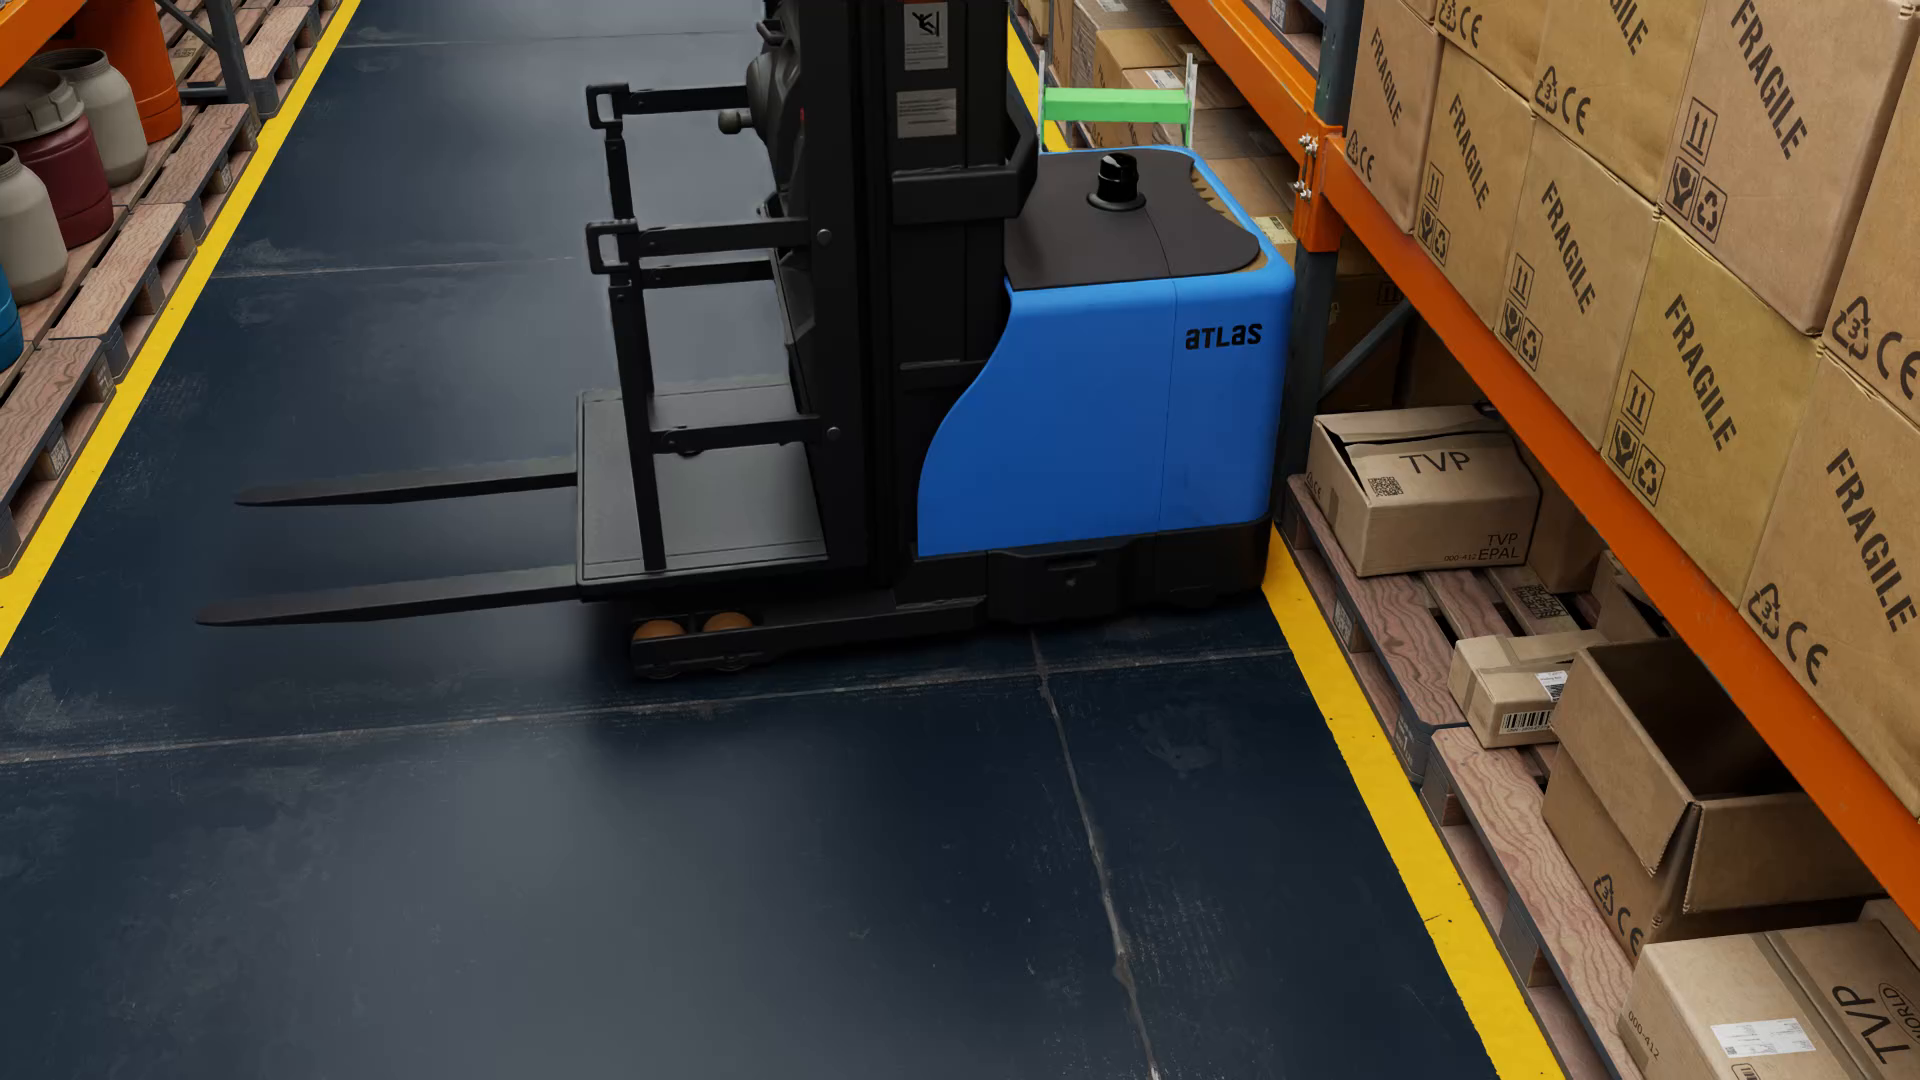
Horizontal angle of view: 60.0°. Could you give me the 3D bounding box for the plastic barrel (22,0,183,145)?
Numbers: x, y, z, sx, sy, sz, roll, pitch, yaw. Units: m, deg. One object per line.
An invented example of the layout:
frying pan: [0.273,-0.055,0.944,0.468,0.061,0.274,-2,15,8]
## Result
plastic barrel: [-3.870,-2.221,7.400,0.600,0.830,0.708,-4,35,-6]

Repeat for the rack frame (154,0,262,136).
rack frame: [-3.952,-3.216,7.305,1.000,3.000,0.127,-4,35,-6]

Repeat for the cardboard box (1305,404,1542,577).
cardboard box: [1.336,-0.177,4.843,0.500,0.311,0.500,-4,35,-6]

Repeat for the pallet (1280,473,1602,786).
pallet: [1.586,0.179,4.800,1.003,0.211,1.213,-4,35,-6]

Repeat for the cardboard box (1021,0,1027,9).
cardboard box: [0.571,-3.189,9.334,0.500,0.250,0.500,-5,35,-7]

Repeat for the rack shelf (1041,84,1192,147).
rack shelf: [0.509,-1.402,5.486,0.480,0.148,0.258,2,25,3]

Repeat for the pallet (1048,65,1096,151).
pallet: [1.019,-2.017,8.023,1.003,0.211,1.213,-4,35,-6]

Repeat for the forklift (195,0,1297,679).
forklift: [-0.655,-1.143,4.324,3.031,2.935,1.130,-6,35,-9]

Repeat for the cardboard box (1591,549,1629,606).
cardboard box: [1.962,0.141,4.521,0.380,0.149,0.250,-4,35,-6]

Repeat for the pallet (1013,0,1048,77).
pallet: [0.884,-2.899,9.317,1.003,0.211,1.213,-4,35,-6]

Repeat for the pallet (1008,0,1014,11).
pallet: [0.724,-3.578,10.313,1.003,0.211,1.213,-4,35,-6]

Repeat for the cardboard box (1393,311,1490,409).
cardboard box: [1.671,-0.794,5.581,0.500,0.500,0.500,-6,35,-9]

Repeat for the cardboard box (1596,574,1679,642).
cardboard box: [1.953,0.287,4.162,0.500,0.311,0.500,-4,35,-6]

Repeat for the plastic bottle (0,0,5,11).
plastic bottle: [-3.255,-1.866,5.434,0.152,0.276,0.135,-4,35,-6]

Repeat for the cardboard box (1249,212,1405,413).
cardboard box: [1.144,-0.759,5.530,0.500,0.500,0.500,-5,35,-7]

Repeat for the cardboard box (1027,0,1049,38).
cardboard box: [0.644,-2.901,8.913,0.500,0.250,0.500,-4,34,-5]

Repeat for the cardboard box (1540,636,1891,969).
cardboard box: [1.752,0.541,3.619,0.797,0.503,0.637,-4,35,-6]

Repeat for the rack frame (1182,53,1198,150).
rack frame: [0.749,-1.017,5.650,0.015,1.200,0.240,2,25,3]

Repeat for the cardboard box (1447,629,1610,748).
cardboard box: [1.463,0.365,4.177,0.380,0.166,0.250,-4,35,-6]

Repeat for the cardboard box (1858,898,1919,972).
cardboard box: [2.106,0.947,3.248,0.500,0.250,0.500,-4,35,-6]

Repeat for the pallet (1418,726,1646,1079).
pallet: [1.753,0.861,3.799,1.003,0.211,1.213,-4,35,-6]

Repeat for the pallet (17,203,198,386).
pallet: [-3.644,-0.948,6.453,1.003,0.211,1.213,-4,35,-6]

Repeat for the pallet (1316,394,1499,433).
pallet: [1.348,-0.656,6.025,1.003,0.211,1.213,-4,35,-6]

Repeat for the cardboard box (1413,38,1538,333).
cardboard box: [1.365,-0.808,3.683,0.500,0.500,0.500,-4,34,-6]

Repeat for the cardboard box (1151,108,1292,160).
cardboard box: [1.019,-1.316,6.346,0.500,0.500,0.500,-4,34,-6]

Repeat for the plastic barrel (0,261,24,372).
plastic barrel: [-3.566,-0.990,5.530,0.600,0.901,0.708,-4,35,-6]

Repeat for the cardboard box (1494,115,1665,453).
cardboard box: [1.430,-0.528,3.273,0.500,0.500,0.500,-5,35,-7]

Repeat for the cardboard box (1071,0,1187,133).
cardboard box: [0.810,-2.171,7.600,0.500,0.500,0.500,-6,35,-8]

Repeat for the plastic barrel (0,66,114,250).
plastic barrel: [-3.718,-1.491,6.543,0.600,0.588,0.708,-4,35,-6]

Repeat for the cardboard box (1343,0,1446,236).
cardboard box: [1.293,-1.093,4.102,0.500,0.500,0.500,-4,34,-5]

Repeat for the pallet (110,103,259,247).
pallet: [-3.805,-1.627,7.450,1.003,0.211,1.213,-4,35,-6]

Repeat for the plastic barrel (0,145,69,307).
plastic barrel: [-3.553,-1.151,6.112,0.421,0.512,0.421,0,34,0]

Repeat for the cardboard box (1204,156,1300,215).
cardboard box: [1.086,-1.036,5.936,0.500,0.500,0.500,-4,35,-6]

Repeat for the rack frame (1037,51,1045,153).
rack frame: [0.261,-1.033,5.672,0.015,1.200,0.240,2,25,3]

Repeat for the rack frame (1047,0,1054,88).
rack frame: [0.956,-3.589,7.853,1.000,3.000,0.127,-4,35,-6]

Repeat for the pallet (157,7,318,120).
pallet: [-4.018,-2.499,8.729,1.003,0.211,1.213,-4,35,-6]

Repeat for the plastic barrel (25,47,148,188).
plastic barrel: [-3.705,-1.781,7.037,0.421,0.512,0.421,0,34,0]

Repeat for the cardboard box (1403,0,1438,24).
cardboard box: [1.279,-1.527,3.851,0.500,0.500,0.500,-4,34,-5]

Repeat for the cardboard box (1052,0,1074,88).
cardboard box: [0.734,-2.462,8.028,0.500,0.500,0.500,-3,34,-4]

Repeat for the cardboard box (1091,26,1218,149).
cardboard box: [0.873,-1.890,7.189,0.500,0.500,0.500,-5,35,-7]

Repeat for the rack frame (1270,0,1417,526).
rack frame: [1.494,-1.357,4.577,1.000,3.000,0.127,-4,35,-6]

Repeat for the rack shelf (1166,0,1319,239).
rack shelf: [1.225,-2.176,6.418,1.077,0.370,4.000,-4,35,-6]

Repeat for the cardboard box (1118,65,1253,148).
cardboard box: [0.948,-1.599,6.762,0.500,0.500,0.500,-5,35,-8]

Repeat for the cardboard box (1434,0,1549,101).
cardboard box: [1.349,-1.239,3.428,0.500,0.500,0.500,-5,35,-8]

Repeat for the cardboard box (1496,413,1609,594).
cardboard box: [1.852,-0.209,4.723,0.500,0.500,0.500,-4,35,-6]

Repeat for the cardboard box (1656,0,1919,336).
cardboard box: [1.488,-0.664,2.584,0.500,0.500,0.500,-3,34,-5]

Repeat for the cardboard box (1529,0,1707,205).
cardboard box: [1.417,-0.952,3.007,0.500,0.500,0.500,-5,35,-8]

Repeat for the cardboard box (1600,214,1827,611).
cardboard box: [1.500,-0.245,2.857,0.500,0.500,0.500,-5,35,-7]

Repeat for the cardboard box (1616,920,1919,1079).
cardboard box: [1.617,1.013,3.152,0.500,0.250,0.500,-4,35,-6]

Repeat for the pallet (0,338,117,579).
pallet: [-3.477,-0.265,5.452,1.003,0.211,1.213,-4,35,-6]

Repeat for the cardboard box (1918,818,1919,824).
cardboard box: [1.629,0.315,2.035,0.500,0.500,0.500,-4,34,-6]

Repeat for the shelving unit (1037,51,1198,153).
shelving unit: [0.505,-1.025,5.661,0.503,1.200,0.258,2,25,3]

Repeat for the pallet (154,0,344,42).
pallet: [-4.179,-3.178,9.726,1.003,0.211,1.213,-4,35,-6]

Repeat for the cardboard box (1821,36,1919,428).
cardboard box: [1.557,-0.378,2.164,0.500,0.500,0.500,-3,34,-5]

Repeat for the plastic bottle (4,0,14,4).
plastic bottle: [-3.243,-1.931,5.534,0.097,0.271,0.097,0,34,0]

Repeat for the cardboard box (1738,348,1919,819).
cardboard box: [1.567,0.037,2.444,0.500,0.500,0.500,-4,34,-6]

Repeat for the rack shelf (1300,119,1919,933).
rack shelf: [1.763,0.056,3.142,1.077,0.370,4.000,-4,35,-6]

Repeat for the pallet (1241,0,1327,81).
pallet: [1.495,-1.732,5.298,1.003,0.211,1.213,-4,35,-6]
